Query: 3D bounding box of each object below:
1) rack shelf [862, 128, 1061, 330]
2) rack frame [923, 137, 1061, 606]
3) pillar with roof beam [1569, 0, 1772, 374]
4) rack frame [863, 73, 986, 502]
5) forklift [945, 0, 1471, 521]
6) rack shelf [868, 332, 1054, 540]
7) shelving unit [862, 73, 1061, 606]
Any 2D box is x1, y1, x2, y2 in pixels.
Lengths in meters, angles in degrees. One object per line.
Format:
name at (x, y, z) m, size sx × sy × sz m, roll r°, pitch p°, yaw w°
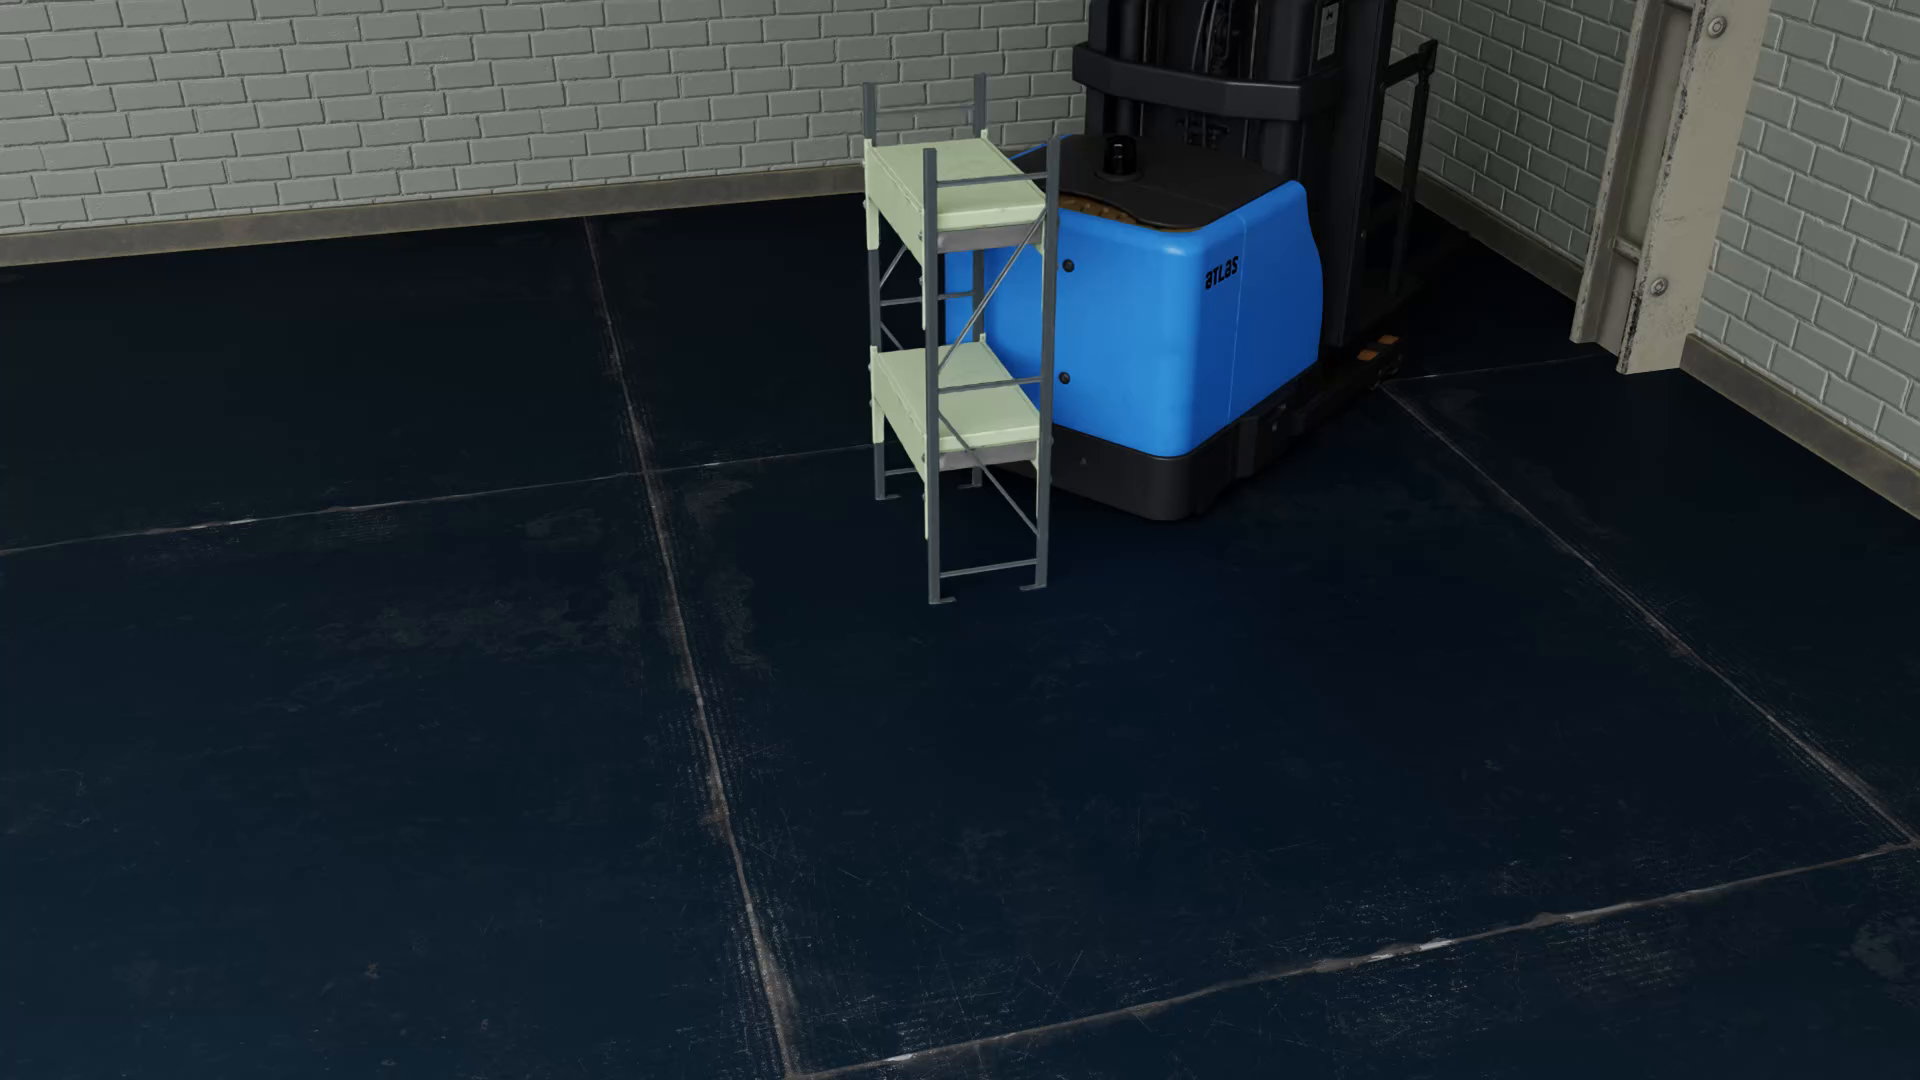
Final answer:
rack shelf at (-0.011, -0.982, 5.170) m, size 0.431 × 0.370 × 0.720 m, roll -8°, pitch 31°, yaw -14°
rack frame at (0.092, -0.468, 5.062) m, size 0.400 × 1.500 × 0.023 m, roll -8°, pitch 31°, yaw -14°
pillar with roof beam at (-1.288, -4.129, 3.901) m, size 9.100 × 9.000 × 0.400 m, roll -8°, pitch 31°, yaw -13°
rack frame at (-0.113, -0.820, 5.670) m, size 0.400 × 1.500 × 0.023 m, roll -8°, pitch 31°, yaw -14°
forklift at (1.218, -2.014, 6.303) m, size 1.130 × 2.935 × 3.031 m, roll 21°, pitch 36°, yaw 31°
rack shelf at (-0.011, -0.362, 5.529) m, size 0.431 × 0.370 × 0.720 m, roll -8°, pitch 31°, yaw -14°
shelving unit at (-0.011, -0.644, 5.366) m, size 0.431 × 1.500 × 0.755 m, roll -8°, pitch 31°, yaw -14°
